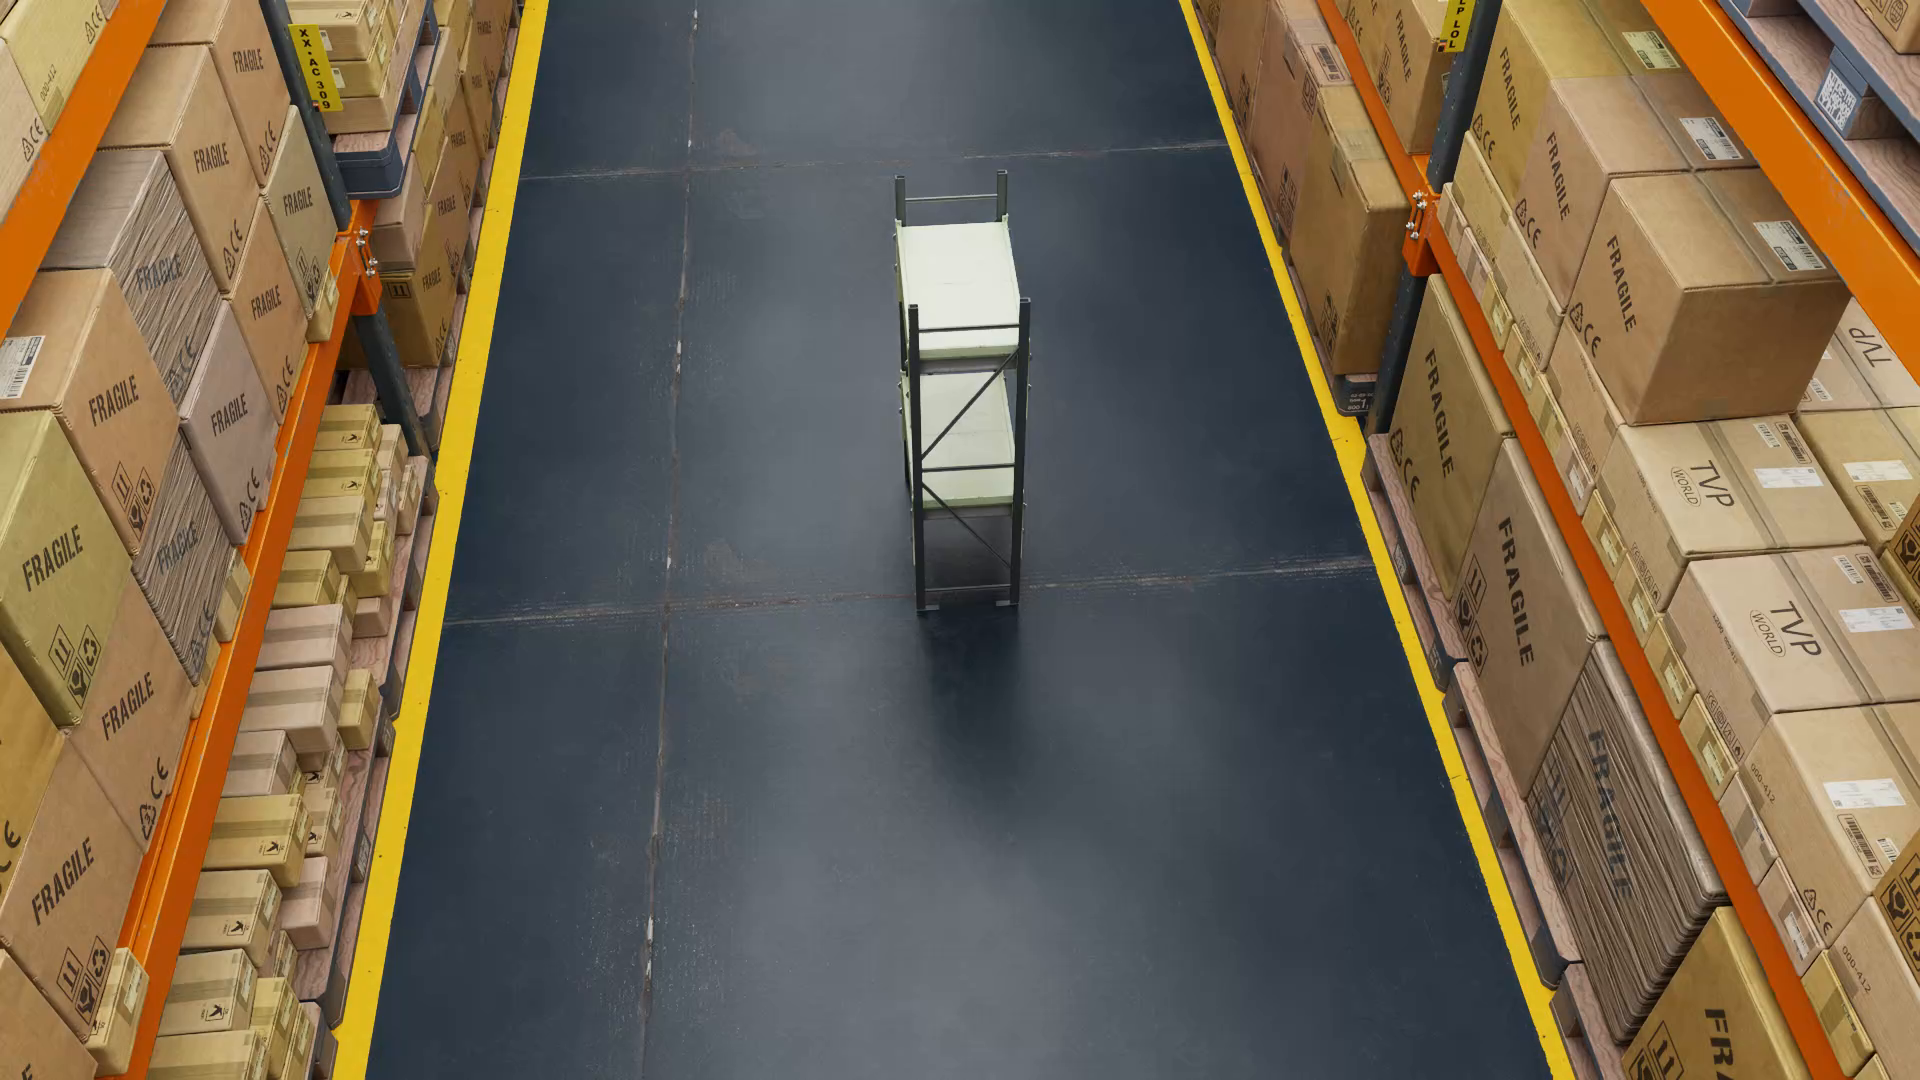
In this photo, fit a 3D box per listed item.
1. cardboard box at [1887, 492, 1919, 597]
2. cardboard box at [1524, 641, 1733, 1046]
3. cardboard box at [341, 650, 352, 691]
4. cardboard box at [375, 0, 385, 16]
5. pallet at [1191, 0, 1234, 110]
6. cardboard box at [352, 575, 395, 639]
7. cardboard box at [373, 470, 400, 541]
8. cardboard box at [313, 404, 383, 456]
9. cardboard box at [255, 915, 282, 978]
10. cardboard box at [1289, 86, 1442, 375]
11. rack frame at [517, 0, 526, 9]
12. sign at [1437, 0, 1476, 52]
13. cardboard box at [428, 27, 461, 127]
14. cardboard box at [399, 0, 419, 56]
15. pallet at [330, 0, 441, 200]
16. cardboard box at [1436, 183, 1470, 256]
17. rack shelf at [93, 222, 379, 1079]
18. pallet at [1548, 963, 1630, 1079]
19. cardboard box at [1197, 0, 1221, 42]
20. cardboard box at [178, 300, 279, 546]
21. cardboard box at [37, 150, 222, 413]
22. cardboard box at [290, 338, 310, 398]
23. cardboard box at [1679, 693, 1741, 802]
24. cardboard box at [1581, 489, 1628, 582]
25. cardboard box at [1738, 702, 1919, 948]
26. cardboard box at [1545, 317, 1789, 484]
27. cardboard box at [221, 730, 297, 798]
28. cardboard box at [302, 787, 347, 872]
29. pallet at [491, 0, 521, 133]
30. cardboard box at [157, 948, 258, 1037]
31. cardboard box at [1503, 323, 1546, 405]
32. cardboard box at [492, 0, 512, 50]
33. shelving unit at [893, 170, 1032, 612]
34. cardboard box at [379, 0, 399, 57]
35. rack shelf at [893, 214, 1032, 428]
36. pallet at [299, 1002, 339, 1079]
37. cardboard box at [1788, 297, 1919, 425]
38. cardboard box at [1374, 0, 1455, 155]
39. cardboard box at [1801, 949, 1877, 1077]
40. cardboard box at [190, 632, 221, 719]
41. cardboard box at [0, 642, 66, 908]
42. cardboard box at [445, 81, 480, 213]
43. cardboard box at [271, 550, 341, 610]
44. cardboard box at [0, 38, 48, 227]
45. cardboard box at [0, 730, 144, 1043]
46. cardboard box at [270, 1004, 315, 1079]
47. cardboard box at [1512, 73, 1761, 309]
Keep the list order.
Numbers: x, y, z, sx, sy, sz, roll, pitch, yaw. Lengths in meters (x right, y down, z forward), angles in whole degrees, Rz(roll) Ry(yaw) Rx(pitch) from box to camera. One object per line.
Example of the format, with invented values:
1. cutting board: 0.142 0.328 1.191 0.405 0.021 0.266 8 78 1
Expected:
1. cardboard box: 2.716 0.009 4.057 0.500 0.500 0.500 -5 47 -4
2. cardboard box: 2.369 0.887 5.018 0.875 0.875 0.875 -3 47 -3
3. cardboard box: -2.325 0.453 5.725 0.380 0.149 0.250 -2 47 -2
4. cardboard box: -2.311 -2.025 6.076 0.380 0.149 0.250 -2 47 -2
5. pallet: 1.900 -2.837 9.291 1.003 0.211 1.213 -3 47 -3
6. cardboard box: -2.310 0.231 6.139 0.380 0.149 0.250 -5 47 -5
7. cardboard box: -2.329 -0.111 6.258 0.380 0.149 0.250 -6 47 -5
8. cardboard box: -2.418 -0.375 6.304 0.380 0.149 0.250 -2 47 -2
9. cardboard box: -2.266 1.233 4.986 0.380 0.149 0.250 -6 47 -5
10. cardboard box: 2.170 -1.352 7.139 1.225 0.875 0.875 -3 47 -3
11. rack frame: -3.042 -4.142 8.607 1.000 3.000 0.127 -3 47 -3
12. sign: 1.704 -1.807 5.653 0.100 0.325 0.005 -3 47 -3
13. cardboard box: -2.591 -2.096 7.585 0.500 0.250 0.500 -2 47 -2
14. cardboard box: -2.328 -2.000 6.462 0.380 0.149 0.250 -3 47 -3
15. pallet: -2.626 -1.744 6.468 1.003 0.211 1.213 -3 47 -3
16. cardboard box: 1.937 -1.156 5.952 0.380 0.149 0.250 -3 47 -3
17. rack shelf: -2.540 0.446 4.757 1.077 0.370 4.000 -3 47 -3
18. pallet: 2.434 1.803 4.897 1.003 0.211 1.213 -3 47 -3
19. cardboard box: 1.946 -3.284 8.968 1.225 0.875 0.875 -5 47 -5
20. cardboard box: -2.302 -0.316 4.710 0.500 0.500 0.500 -4 47 -4
21. cardboard box: -2.321 -0.660 4.347 0.500 0.500 0.500 -2 47 -2
22. cardboard box: -2.357 -0.593 5.418 0.380 0.149 0.250 -2 47 -2
23. cardboard box: 2.134 0.527 4.357 0.380 0.149 0.250 -4 47 -4
24. cardboard box: 2.069 -0.028 4.884 0.380 0.149 0.250 -5 47 -4
25. cardboard box: 2.232 0.665 3.952 0.500 0.250 0.500 -4 47 -4
26. cardboard box: 2.108 -0.437 4.996 0.500 0.250 0.500 -2 47 -2
27. cardboard box: -2.324 0.751 5.238 0.380 0.149 0.250 -3 47 -3
28. cardboard box: -2.240 0.965 5.444 0.380 0.149 0.250 -3 47 -3
29. pallet: -2.978 -2.618 9.084 1.003 0.211 1.213 -3 47 -3
30. cardboard box: -2.217 1.321 4.698 0.380 0.149 0.250 -6 47 -5
31. cardboard box: 2.006 -0.585 5.411 0.380 0.149 0.250 -5 47 -4
32. cardboard box: -2.726 -2.967 8.926 0.500 0.500 0.500 -4 47 -3
33. shelving unit: -0.001 -0.521 6.210 0.431 1.500 0.755 -3 47 -3
34. cardboard box: -2.305 -1.909 6.171 0.380 0.149 0.250 -4 47 -4
35. rack shelf: -0.001 -0.789 5.927 0.431 0.370 0.720 -3 47 -3
36. pallet: -2.411 1.960 4.748 1.003 0.211 1.213 -3 47 -3
37. cardboard box: 2.631 -0.480 5.037 0.500 0.250 0.500 -3 47 -2
38. cardboard box: 1.933 -1.833 6.351 0.500 0.500 0.500 -3 47 -3
39. cardboard box: 2.197 1.078 3.836 0.380 0.149 0.250 -3 47 -3
40. cardboard box: -2.254 0.352 4.523 0.380 0.149 0.250 -2 47 -2
41. cardboard box: -2.194 0.460 3.286 0.500 0.500 0.500 -2 47 -2
42. cardboard box: -2.608 -1.845 7.863 0.500 0.500 0.500 -3 47 -3
43. cardboard box: -2.385 0.179 5.779 0.380 0.149 0.250 -2 47 -2
44. cardboard box: -2.283 -0.801 3.480 0.500 0.250 0.500 -4 47 -3
45. cardboard box: -2.205 0.782 3.670 0.500 0.500 0.500 -3 47 -3
46. cardboard box: -2.140 1.528 4.911 0.380 0.149 0.250 -3 47 -3
47. cardboard box: 2.063 -1.066 5.076 0.500 0.500 0.500 -3 47 -3
